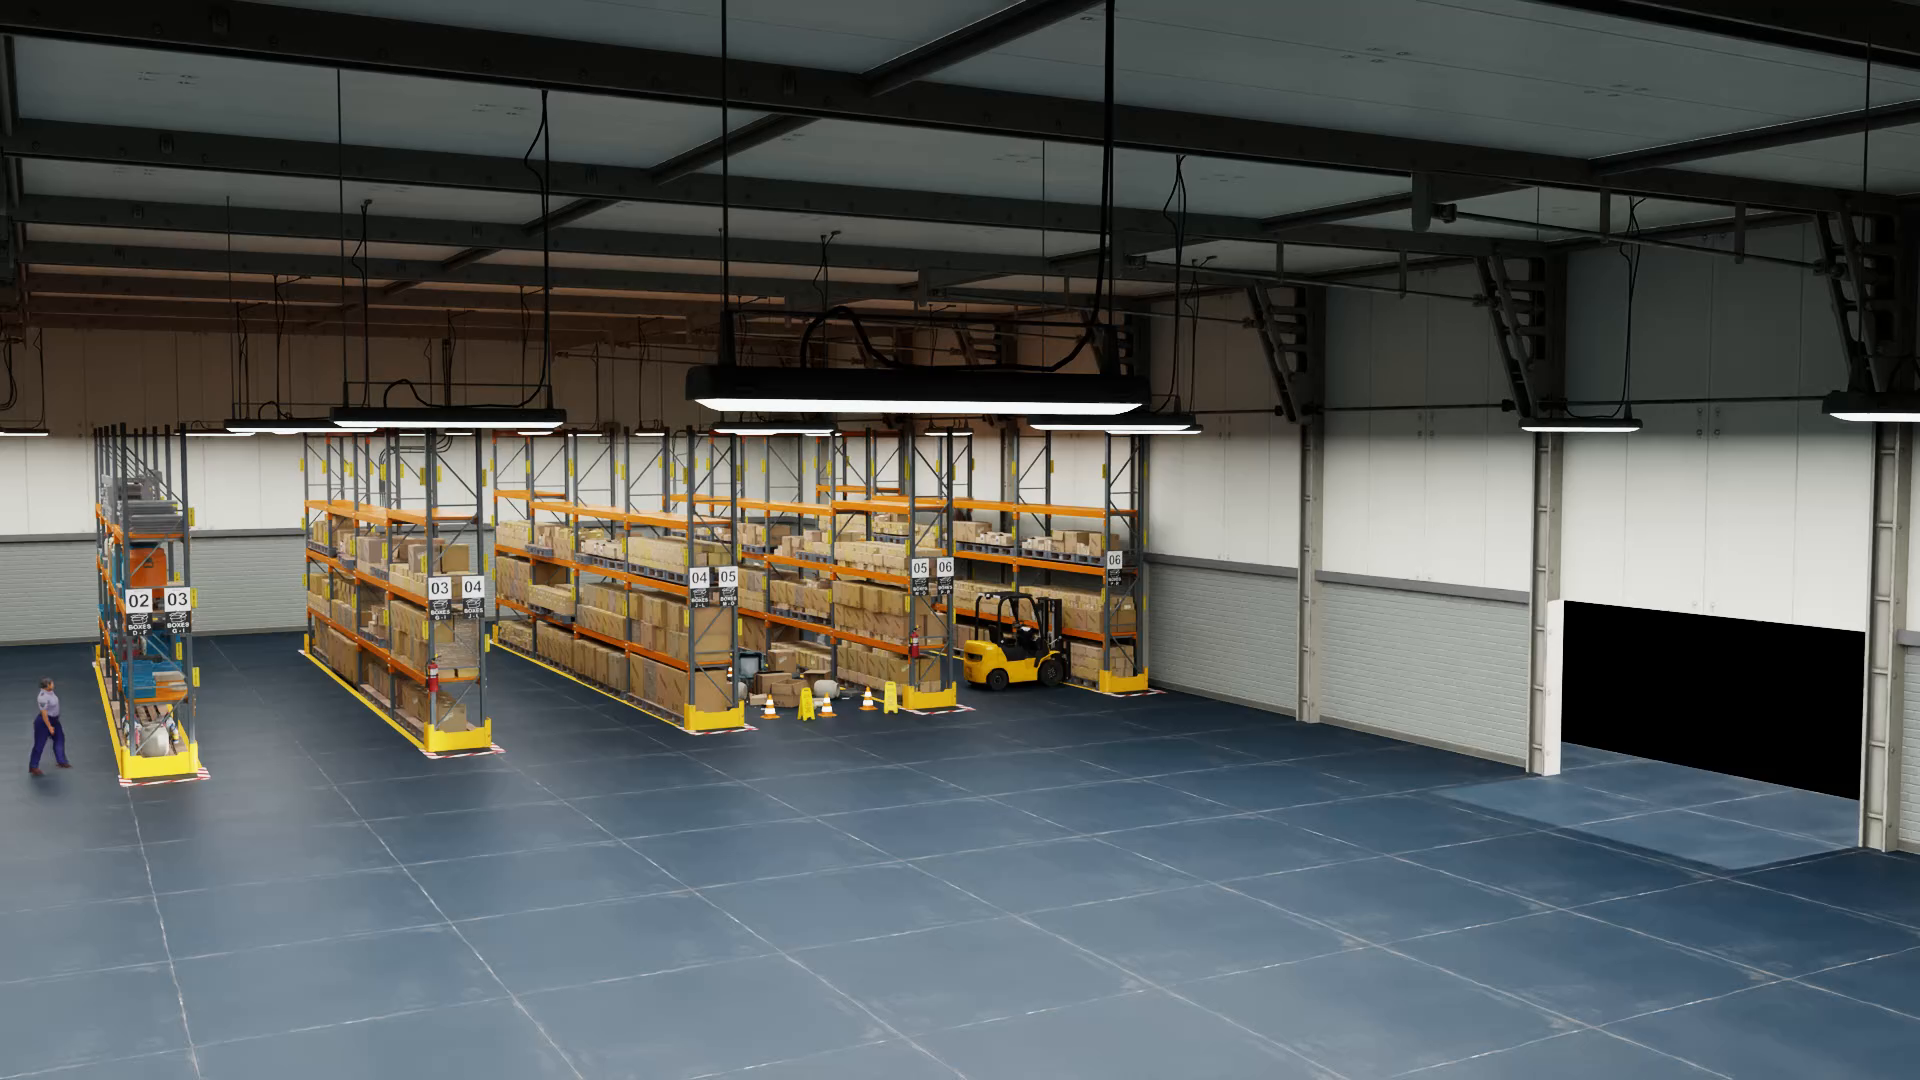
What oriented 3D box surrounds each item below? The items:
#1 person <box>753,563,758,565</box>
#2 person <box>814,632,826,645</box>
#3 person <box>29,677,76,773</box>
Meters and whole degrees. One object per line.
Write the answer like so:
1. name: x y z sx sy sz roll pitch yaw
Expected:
1. person: -6.513 1.623 52.962 0.550 1.799 0.384 0 3 -5
2. person: -3.905 2.079 46.199 0.414 1.686 0.491 -3 5 -42
3. person: -15.685 3.190 28.642 0.532 1.665 0.679 0 3 1
